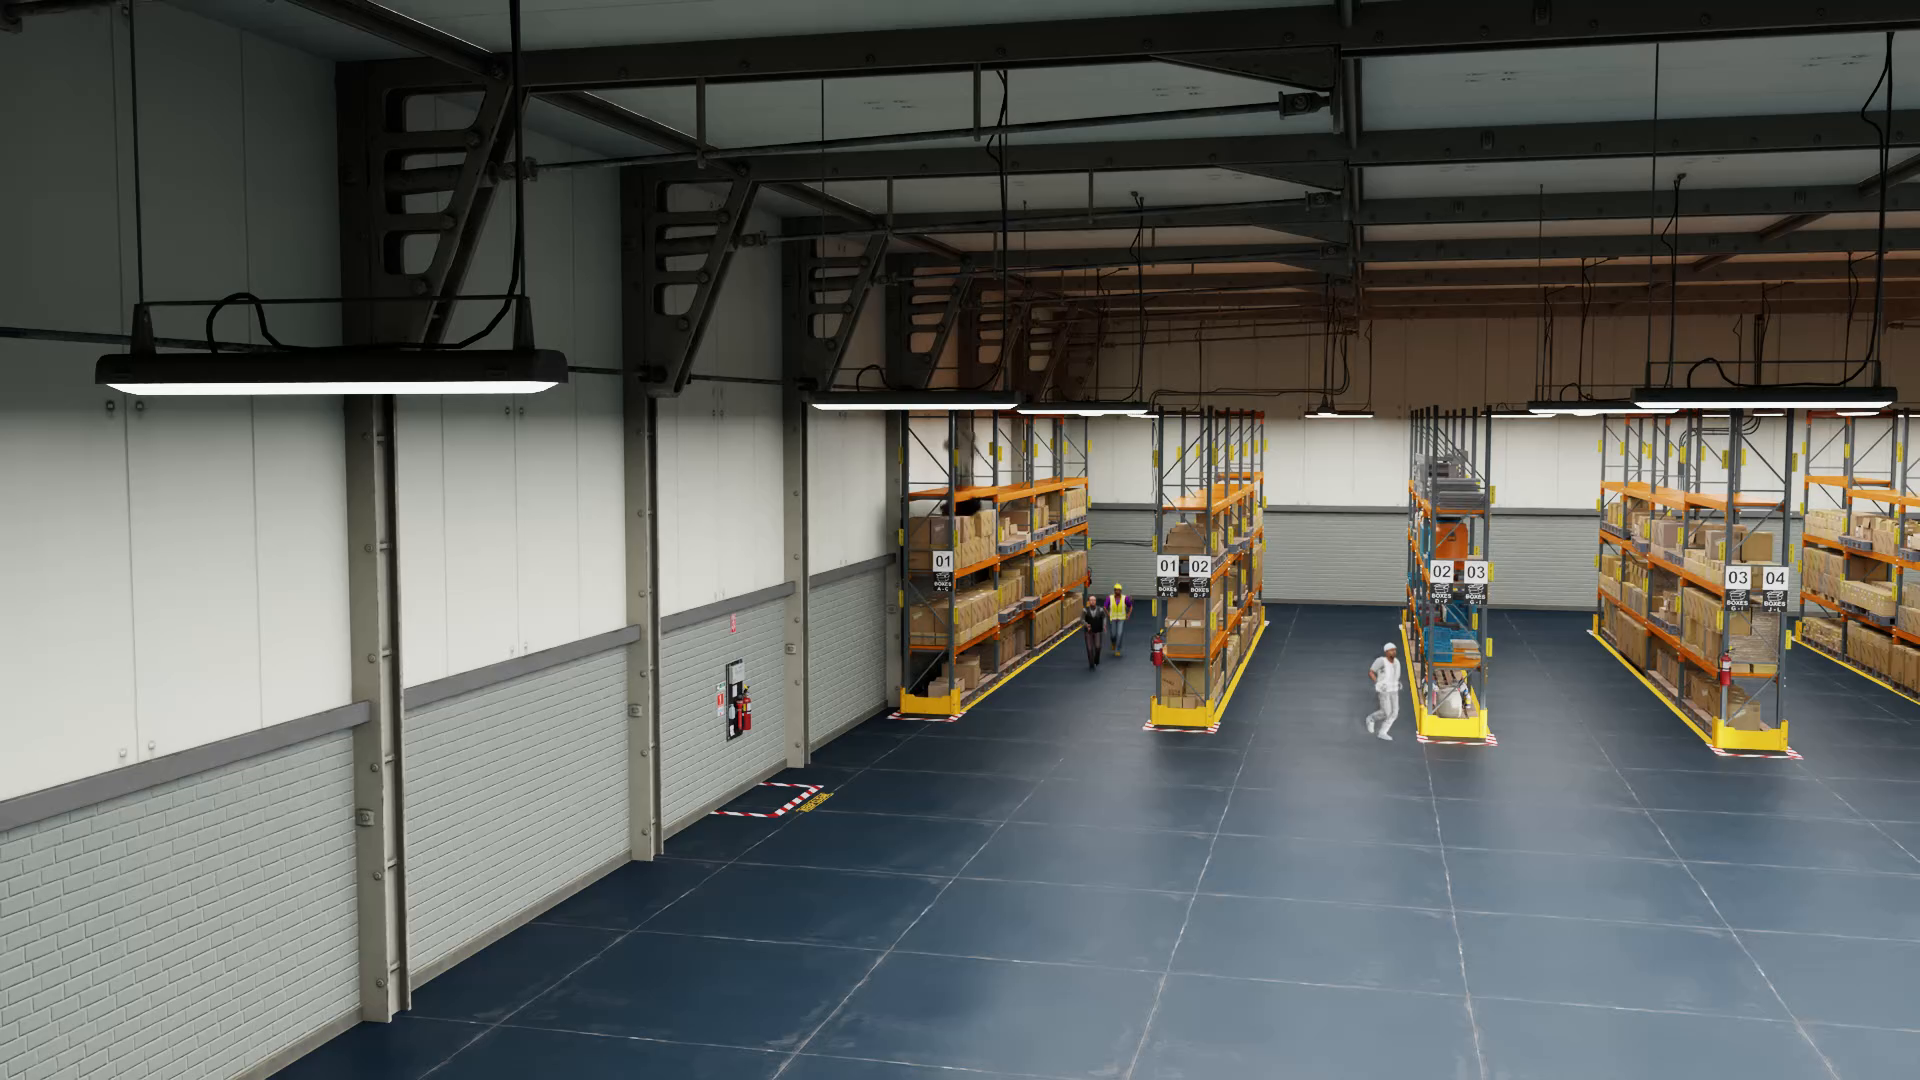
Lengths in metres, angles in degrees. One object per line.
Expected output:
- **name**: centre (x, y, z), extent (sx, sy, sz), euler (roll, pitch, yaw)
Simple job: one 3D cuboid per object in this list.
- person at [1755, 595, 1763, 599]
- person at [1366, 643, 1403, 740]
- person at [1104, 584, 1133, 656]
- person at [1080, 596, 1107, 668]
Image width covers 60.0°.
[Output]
- **person**: centre (20.610, 1.842, 43.258), extent (0.516, 1.554, 0.529), euler (2, 5, 25)
- **person**: centre (7.681, 2.712, 29.972), extent (0.710, 1.733, 0.560), euler (-2, 5, -30)
- **person**: centre (3.872, 1.945, 40.685), extent (0.723, 1.743, 0.644), euler (1, 4, 7)
- **person**: centre (3.082, 2.130, 38.347), extent (0.640, 1.675, 0.662), euler (0, 4, 2)
